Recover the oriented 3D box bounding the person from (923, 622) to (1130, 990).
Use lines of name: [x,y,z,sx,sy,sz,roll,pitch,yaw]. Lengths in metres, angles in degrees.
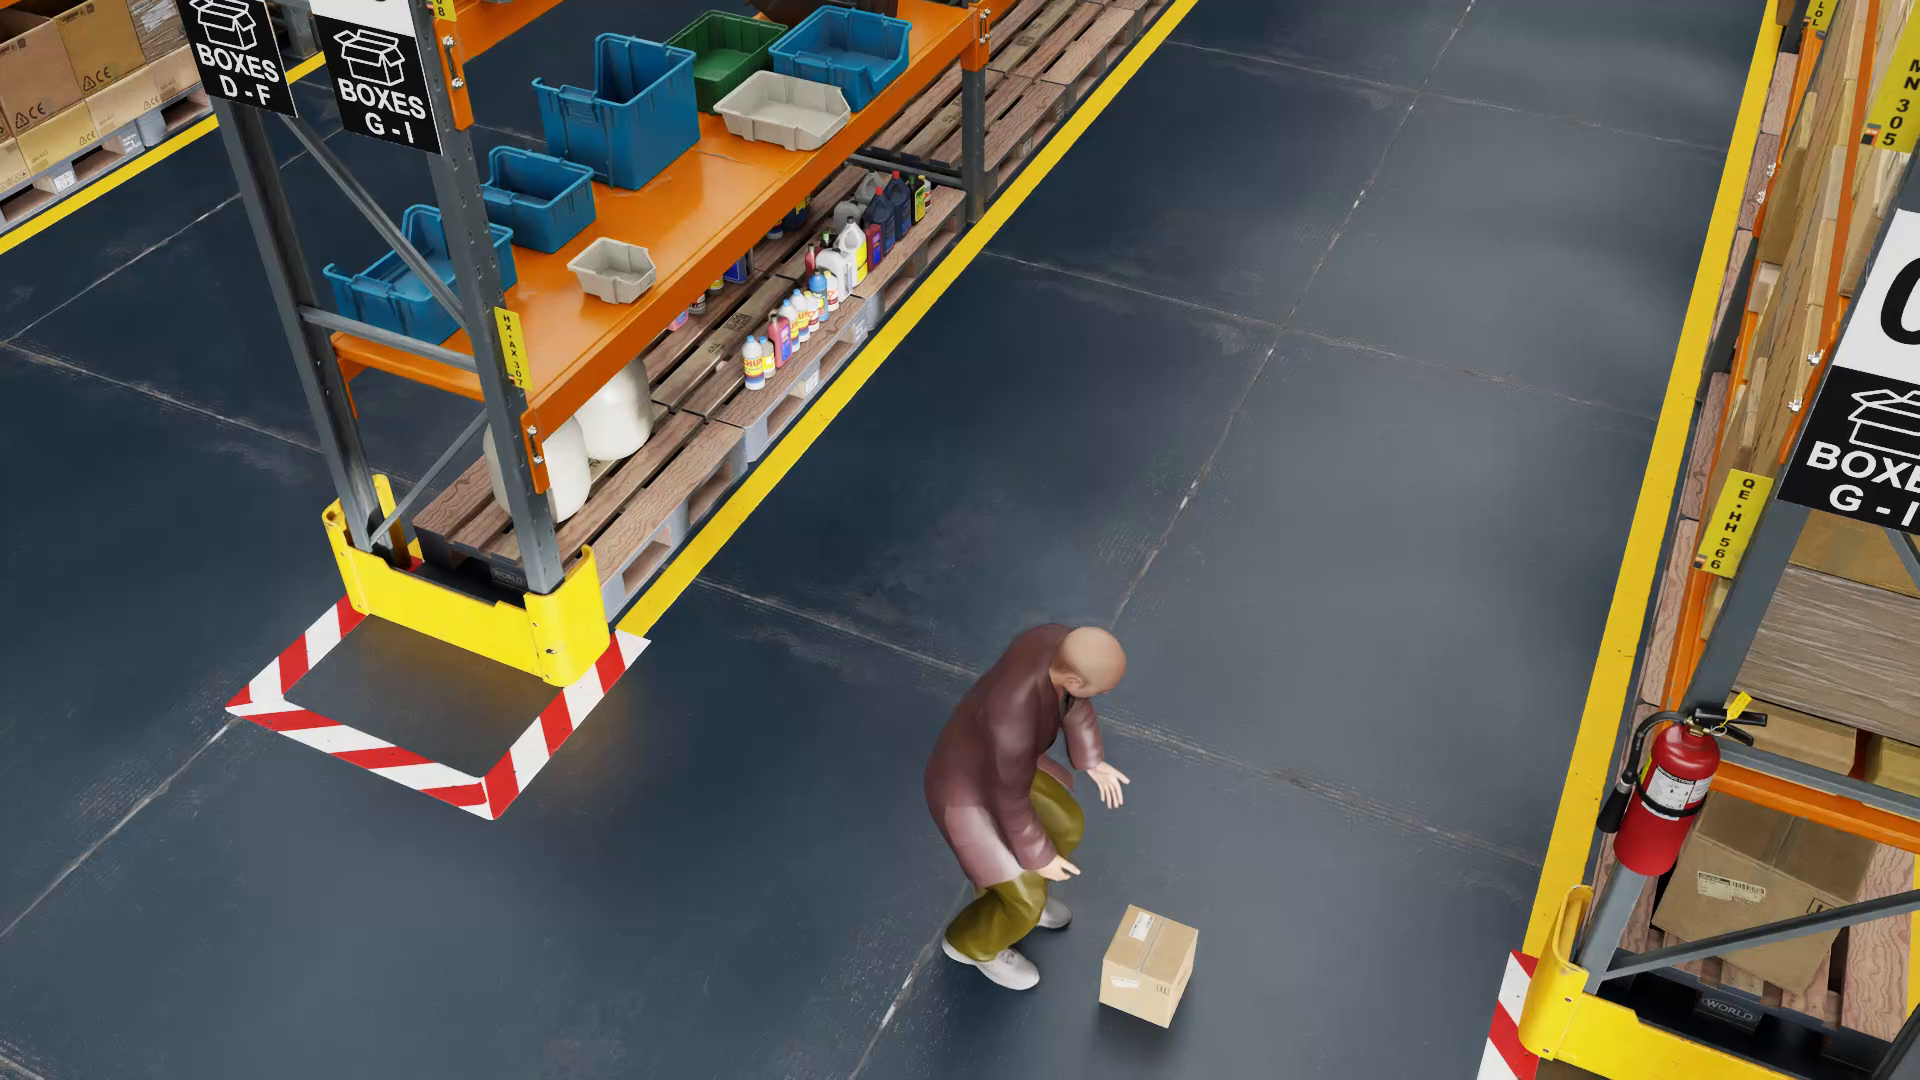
person: [0.203,0.864,5.472,0.613,1.414,0.626,18,44,19]
